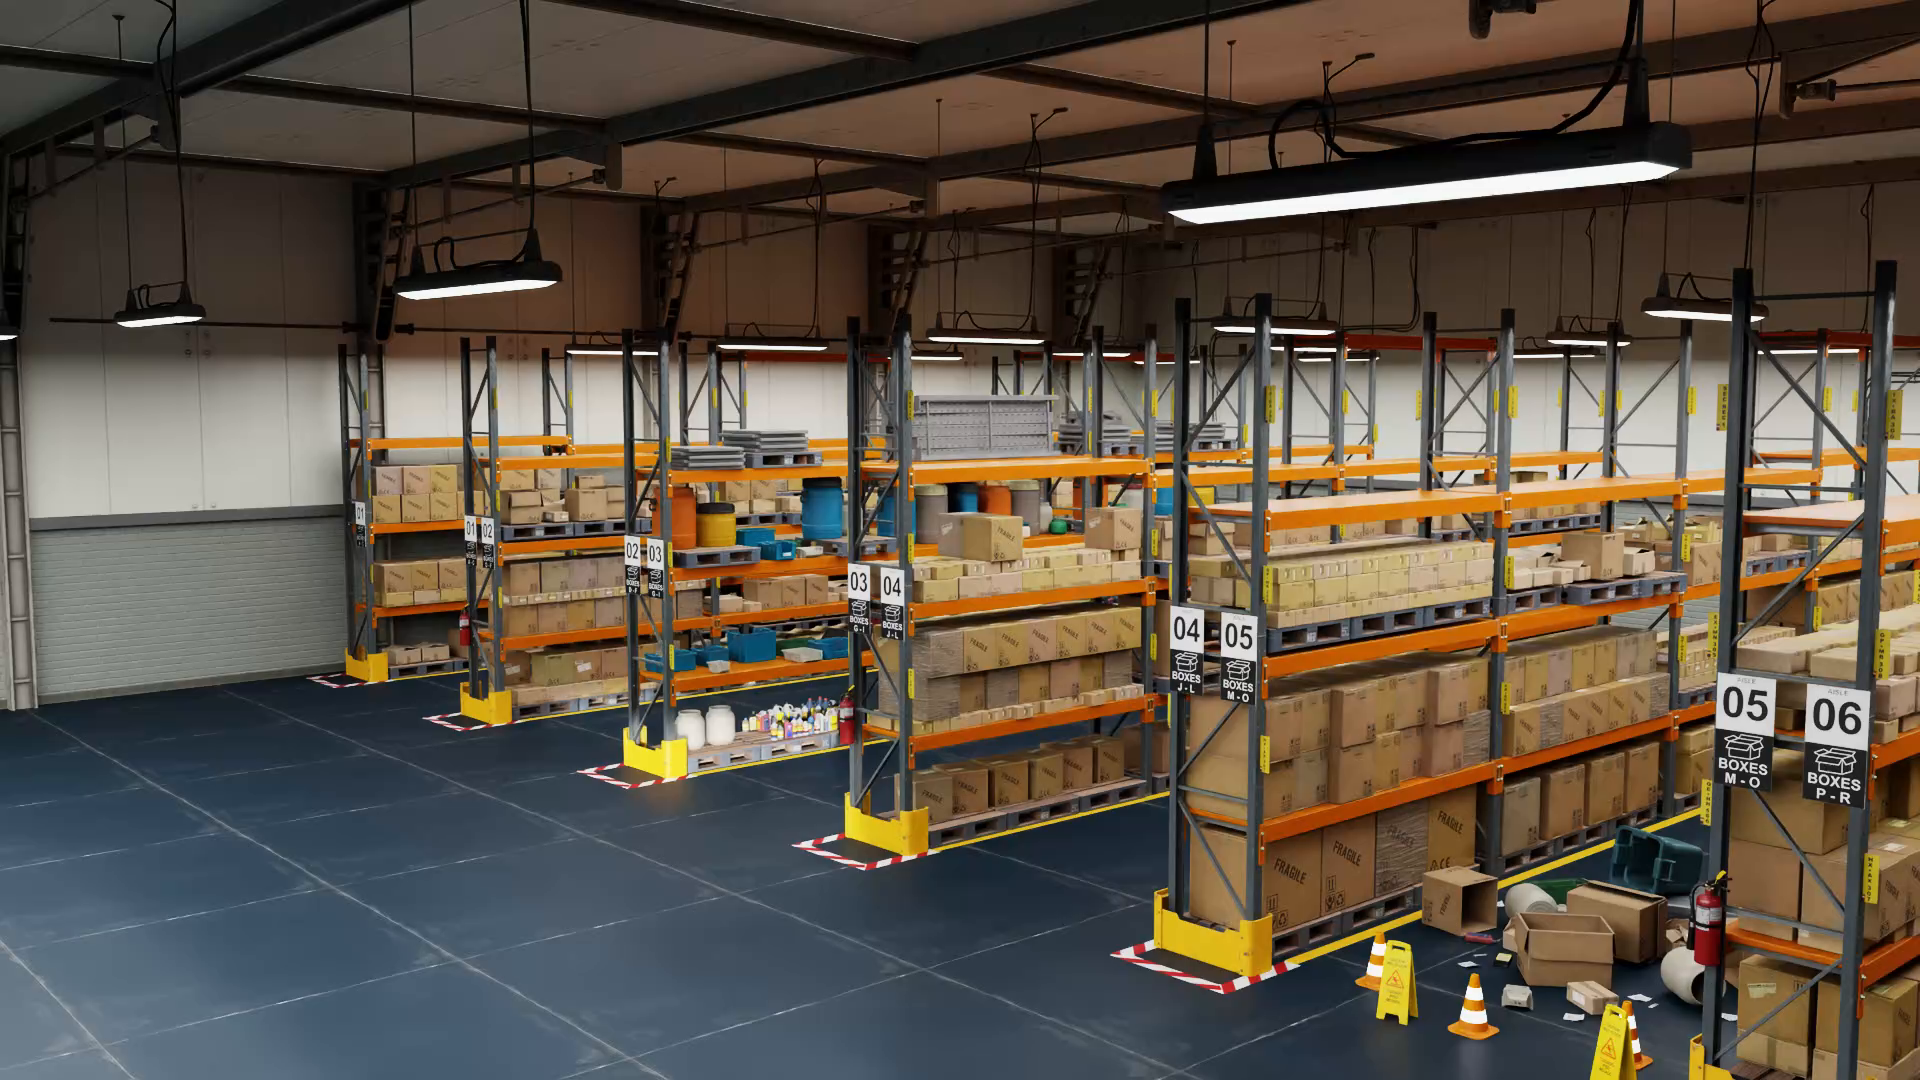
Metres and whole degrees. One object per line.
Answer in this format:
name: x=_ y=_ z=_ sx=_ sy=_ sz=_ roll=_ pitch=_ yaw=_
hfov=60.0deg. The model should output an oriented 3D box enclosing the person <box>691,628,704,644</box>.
person: x=-5.197 y=1.409 z=31.923 sx=0.465 sy=1.792 sz=0.568 roll=1 pitch=5 yaw=11
